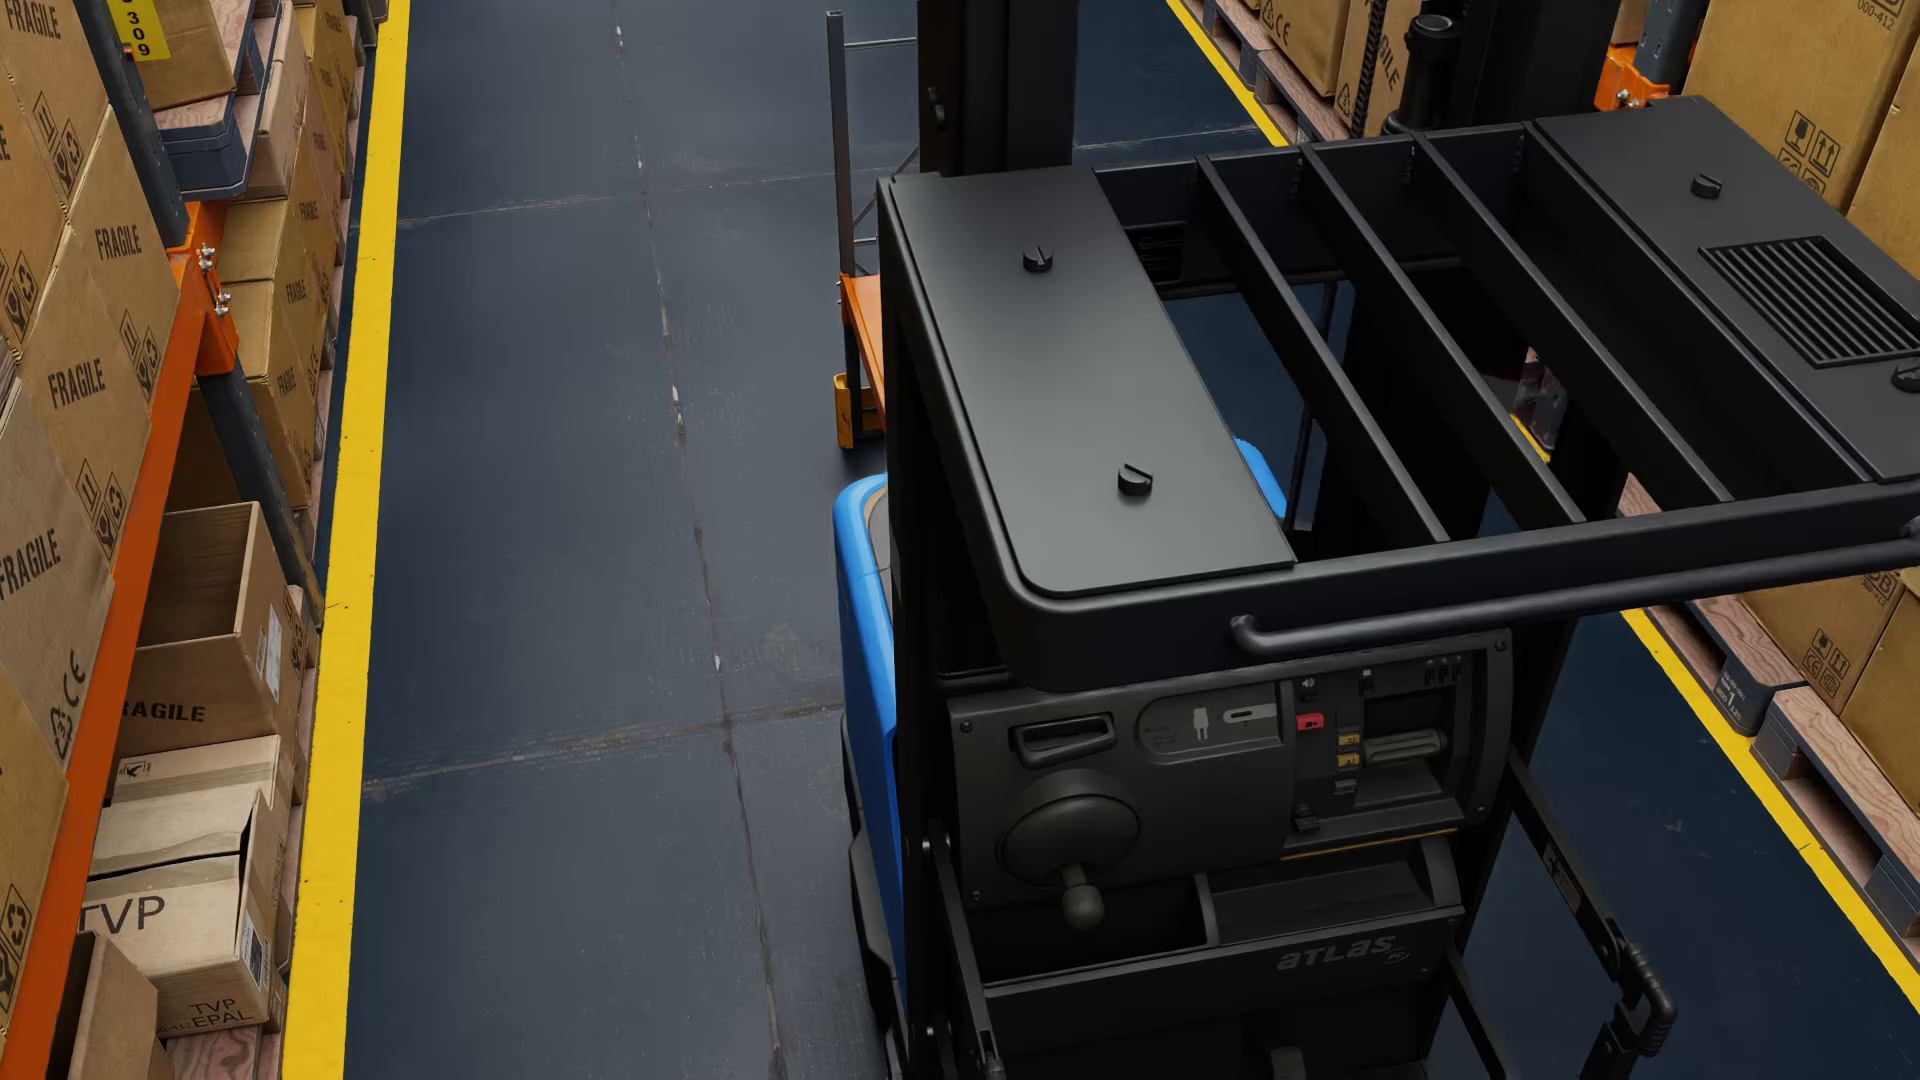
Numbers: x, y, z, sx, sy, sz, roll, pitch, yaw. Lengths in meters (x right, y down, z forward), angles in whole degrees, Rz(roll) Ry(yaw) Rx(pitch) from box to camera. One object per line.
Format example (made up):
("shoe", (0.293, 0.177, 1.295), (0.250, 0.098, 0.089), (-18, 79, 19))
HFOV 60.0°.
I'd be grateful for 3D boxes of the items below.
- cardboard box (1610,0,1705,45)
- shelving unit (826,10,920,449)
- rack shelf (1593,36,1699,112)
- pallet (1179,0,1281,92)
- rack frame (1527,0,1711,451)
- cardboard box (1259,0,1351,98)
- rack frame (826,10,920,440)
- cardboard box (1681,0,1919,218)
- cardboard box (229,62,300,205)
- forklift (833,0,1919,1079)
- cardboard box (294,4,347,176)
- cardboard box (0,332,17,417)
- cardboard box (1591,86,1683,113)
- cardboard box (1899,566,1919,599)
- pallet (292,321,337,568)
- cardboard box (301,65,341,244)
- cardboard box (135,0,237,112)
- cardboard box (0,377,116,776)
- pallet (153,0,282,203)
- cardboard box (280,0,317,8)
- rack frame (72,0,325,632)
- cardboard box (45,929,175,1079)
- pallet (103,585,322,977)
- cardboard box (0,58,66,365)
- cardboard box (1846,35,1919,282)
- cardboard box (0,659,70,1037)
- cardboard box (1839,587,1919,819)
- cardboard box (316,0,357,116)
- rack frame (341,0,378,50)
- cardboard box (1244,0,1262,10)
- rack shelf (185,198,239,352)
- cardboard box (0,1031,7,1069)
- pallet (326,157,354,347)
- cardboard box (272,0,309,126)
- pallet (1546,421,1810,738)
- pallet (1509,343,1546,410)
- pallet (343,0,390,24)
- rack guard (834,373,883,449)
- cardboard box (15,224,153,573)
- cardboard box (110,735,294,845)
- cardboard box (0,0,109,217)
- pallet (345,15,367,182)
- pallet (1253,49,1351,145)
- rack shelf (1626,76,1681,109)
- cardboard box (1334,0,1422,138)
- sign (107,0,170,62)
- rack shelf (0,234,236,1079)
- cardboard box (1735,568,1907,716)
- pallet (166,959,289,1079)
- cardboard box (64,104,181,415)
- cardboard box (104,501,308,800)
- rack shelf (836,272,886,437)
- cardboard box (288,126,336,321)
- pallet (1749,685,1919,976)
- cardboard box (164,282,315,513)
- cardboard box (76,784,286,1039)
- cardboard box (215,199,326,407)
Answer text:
("cardboard box", (2.089, -1.625, 4.996), (0.380, 0.149, 0.250), (-8, 42, -9))
("shelving unit", (-0.016, -0.610, 4.808), (0.587, 1.500, 1.083), (-8, 42, -9))
("rack shelf", (2.006, -2.561, 6.417), (1.077, 0.370, 4.000), (-8, 42, -9))
("pallet", (1.671, -2.561, 7.977), (1.003, 0.211, 1.213), (-8, 42, -9))
("rack frame", (2.438, -1.533, 4.718), (1.000, 3.000, 0.127), (-8, 42, -9))
("cardboard box", (1.788, -2.415, 7.014), (0.750, 0.750, 0.750), (-9, 42, -9))
("rack frame", (-0.128, -0.946, 5.186), (0.500, 1.500, 0.032), (-8, 42, -9))
("cardboard box", (2.539, -1.291, 4.219), (0.980, 0.700, 0.700), (-8, 42, -9))
("cardboard box", (-2.480, -1.328, 5.473), (0.500, 0.250, 0.500), (-8, 42, -9))
("forklift", (0.491, 0.462, 2.522), (1.130, 2.935, 3.031), (-8, 42, -9))
("cardboard box", (-2.719, -1.735, 6.497), (0.500, 0.500, 0.500), (-10, 43, -11))
("cardboard box", (-1.814, -0.283, 2.481), (0.500, 0.500, 0.500), (-8, 42, -9))
("cardboard box", (2.171, -1.289, 5.746), (0.750, 0.750, 0.750), (-8, 42, -9))
("cardboard box", (2.508, 0.088, 3.970), (0.380, 0.149, 0.250), (-9, 42, -11))
("pallet", (-2.611, -0.300, 5.429), (1.003, 0.211, 1.213), (-8, 42, -9))
("cardboard box", (-2.600, -1.396, 6.115), (0.500, 0.500, 0.500), (-10, 43, -11))
("cardboard box", (-2.282, -1.355, 4.125), (0.700, 0.500, 0.500), (-23, 46, -23))
("cardboard box", (-1.814, 0.095, 2.808), (0.500, 0.500, 0.500), (-7, 42, -8))
("pallet", (-2.464, -1.283, 4.580), (1.003, 0.211, 1.213), (-8, 42, -9))
("cardboard box", (-2.814, -2.316, 6.586), (0.500, 0.250, 0.500), (-7, 42, -8))
("rack frame", (-2.398, -0.821, 3.915), (1.000, 3.000, 0.127), (-8, 42, -9))
("cardboard box", (-1.988, 1.165, 3.227), (0.797, 0.503, 0.637), (-8, 42, -9))
("pallet", (-2.251, 0.667, 4.340), (1.003, 0.211, 1.213), (-8, 42, -9))
("cardboard box", (-1.923, -0.610, 2.849), (0.500, 0.500, 0.500), (-9, 42, -10))
("cardboard box", (2.691, -0.818, 3.685), (0.980, 0.700, 0.700), (-9, 42, -10))
("cardboard box", (-1.701, 0.425, 2.436), (0.500, 0.500, 0.500), (-8, 42, -9))
("cardboard box", (2.713, 0.403, 4.103), (0.700, 0.500, 0.500), (-7, 42, -8))
("cardboard box", (-2.830, -2.071, 6.875), (0.500, 0.500, 0.500), (-7, 42, -8))
("rack frame", (-3.262, -3.414, 6.836), (1.000, 3.000, 0.127), (-8, 42, -9))
("cardboard box", (1.605, -2.984, 7.655), (0.750, 0.750, 0.750), (-9, 42, -10))
("rack shelf", (-2.830, -1.848, 5.615), (1.077, 0.370, 4.000), (-8, 42, -9))
("cardboard box", (-1.595, 0.750, 2.071), (0.500, 0.500, 0.500), (-8, 42, -9))
("pallet", (-2.877, -1.092, 6.322), (1.003, 0.211, 1.213), (-8, 42, -9))
("cardboard box", (-2.589, -1.653, 5.839), (0.500, 0.250, 0.500), (-9, 42, -10))
("pallet", (2.526, 0.014, 5.076), (1.003, 0.211, 1.213), (-8, 42, -9))
("pallet", (2.198, -0.980, 6.195), (1.003, 0.211, 1.213), (-8, 42, -9))
("pallet", (-3.401, -2.910, 8.369), (1.003, 0.211, 1.213), (-8, 42, -9))
("rack guard", (-0.124, -0.466, 5.586), (0.587, 0.250, 0.087), (-8, 42, -9))
("cardboard box", (-1.927, -0.237, 3.182), (0.500, 0.500, 0.500), (-7, 42, -8))
("cardboard box", (-1.859, 0.644, 4.081), (0.380, 0.149, 0.250), (-8, 42, -9))
("cardboard box", (-2.036, -0.942, 3.223), (0.500, 0.500, 0.500), (-8, 42, -9))
("pallet", (-3.137, -1.882, 7.211), (1.003, 0.211, 1.213), (-8, 42, -9))
("pallet", (1.931, -1.772, 7.087), (1.003, 0.211, 1.213), (-8, 42, -9))
("rack shelf", (2.870, 0.032, 3.496), (1.077, 0.370, 4.000), (-8, 42, -9))
("cardboard box", (1.976, -1.865, 6.394), (0.750, 0.750, 0.750), (-7, 42, -8))
("sign", (-1.870, -1.228, 3.721), (0.100, 0.325, 0.005), (-8, 42, -9))
("rack shelf", (-1.966, 0.744, 2.694), (1.077, 0.370, 4.000), (-8, 42, -9))
("cardboard box", (2.604, 0.070, 4.478), (0.700, 0.500, 0.500), (-9, 42, -10))
("pallet", (-1.984, 1.460, 3.447), (1.003, 0.211, 1.213), (-8, 42, -9))
("cardboard box", (-2.040, -0.571, 3.559), (0.500, 0.500, 0.500), (-8, 42, -9))
("cardboard box", (-1.998, 0.278, 4.229), (0.500, 0.500, 0.500), (-8, 42, -9))
("rack shelf", (-0.018, -0.482, 4.934), (0.538, 0.185, 1.000), (-8, 42, -9))
("cardboard box", (-2.491, -1.068, 5.746), (0.500, 0.500, 0.500), (-8, 42, -9))
("pallet", (2.792, 0.806, 4.183), (1.003, 0.211, 1.213), (-8, 42, -9))
("cardboard box", (-2.265, -0.399, 4.992), (0.500, 0.500, 0.500), (-10, 43, -11))
("cardboard box", (-1.836, 0.835, 3.744), (0.500, 0.311, 0.500), (-8, 42, -9))
("cardboard box", (-2.391, -0.743, 5.379), (0.500, 0.500, 0.500), (-8, 42, -9))
